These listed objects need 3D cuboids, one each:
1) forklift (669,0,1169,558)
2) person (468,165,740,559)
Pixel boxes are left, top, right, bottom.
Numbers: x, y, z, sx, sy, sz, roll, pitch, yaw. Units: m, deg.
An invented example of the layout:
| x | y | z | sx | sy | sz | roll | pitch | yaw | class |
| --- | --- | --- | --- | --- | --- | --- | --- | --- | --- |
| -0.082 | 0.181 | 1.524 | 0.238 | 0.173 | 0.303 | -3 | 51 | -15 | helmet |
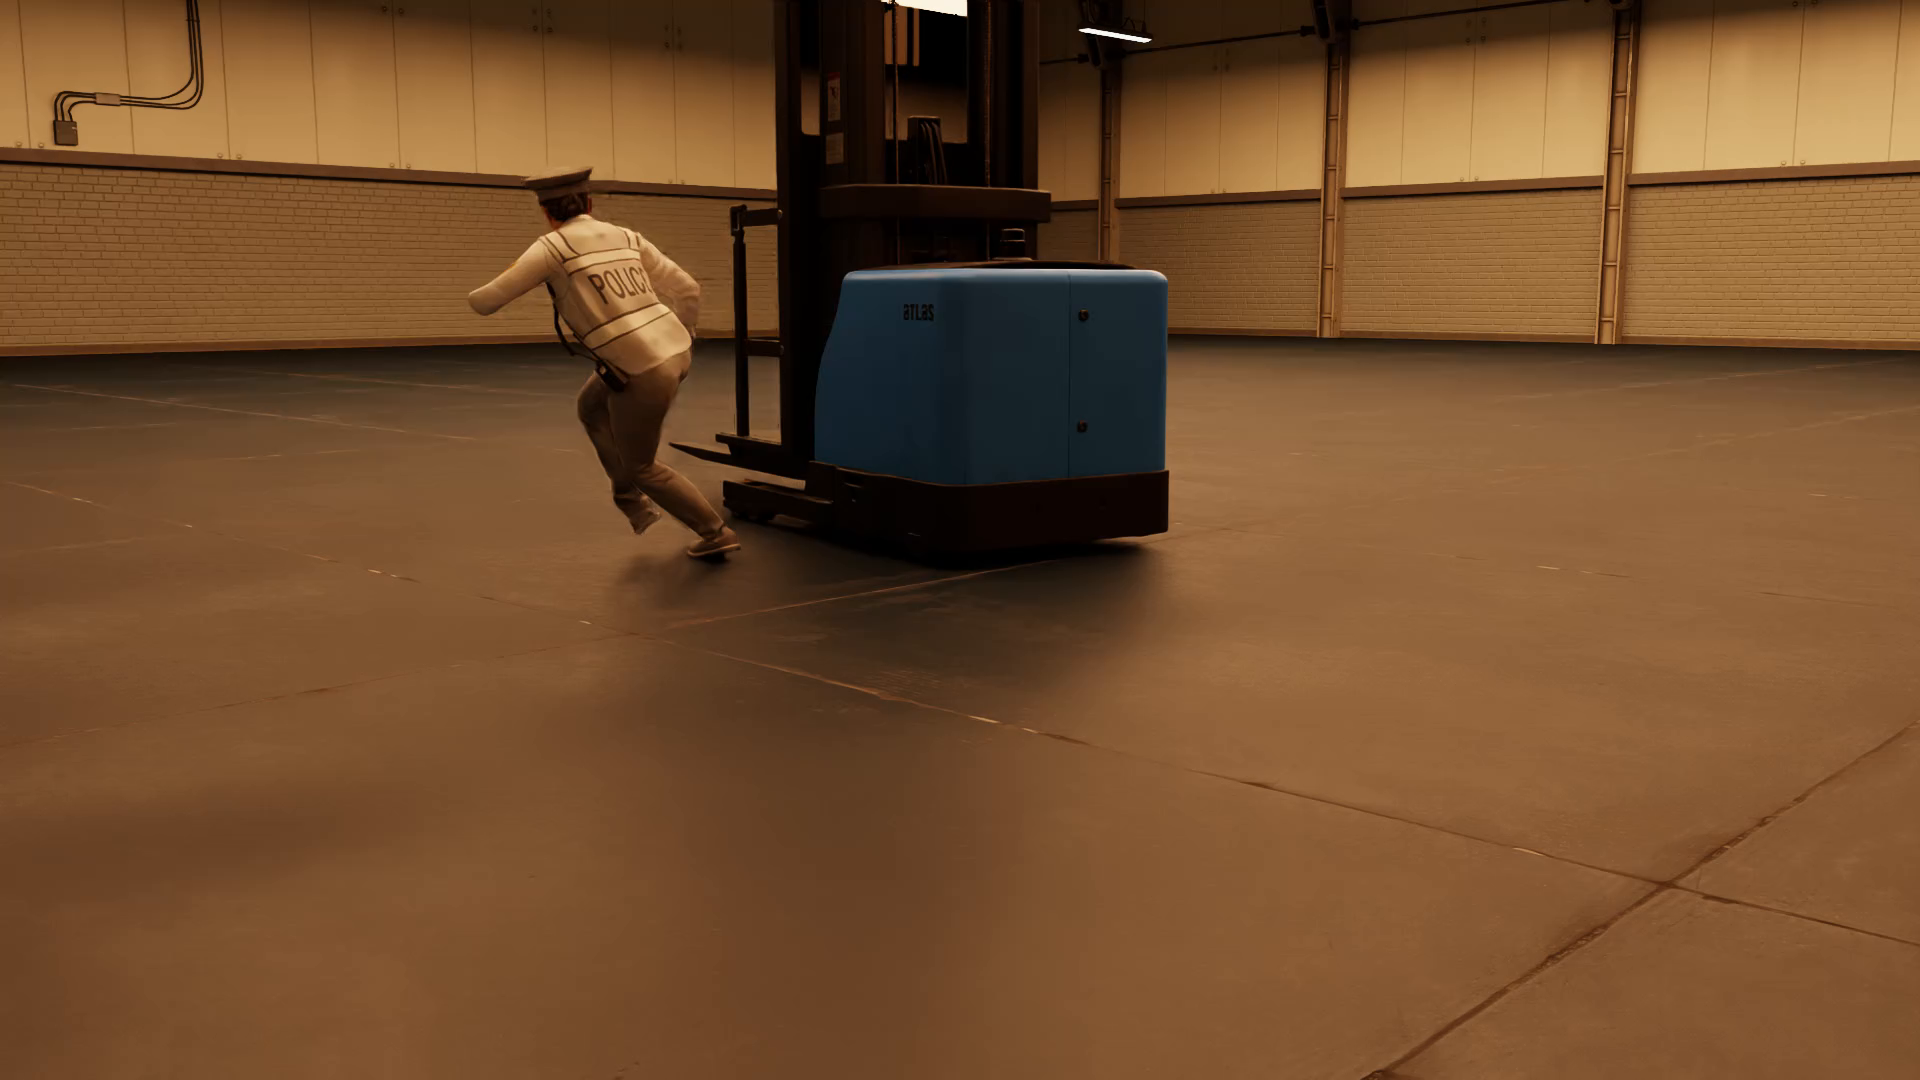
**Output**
| x | y | z | sx | sy | sz | roll | pitch | yaw | class |
| --- | --- | --- | --- | --- | --- | --- | --- | --- | --- |
| -0.400 | -1.561 | 7.237 | 1.130 | 2.935 | 3.031 | -5 | 10 | -32 | forklift |
| -1.277 | -0.615 | 6.008 | 0.823 | 1.433 | 0.908 | 5 | 10 | 29 | person |
